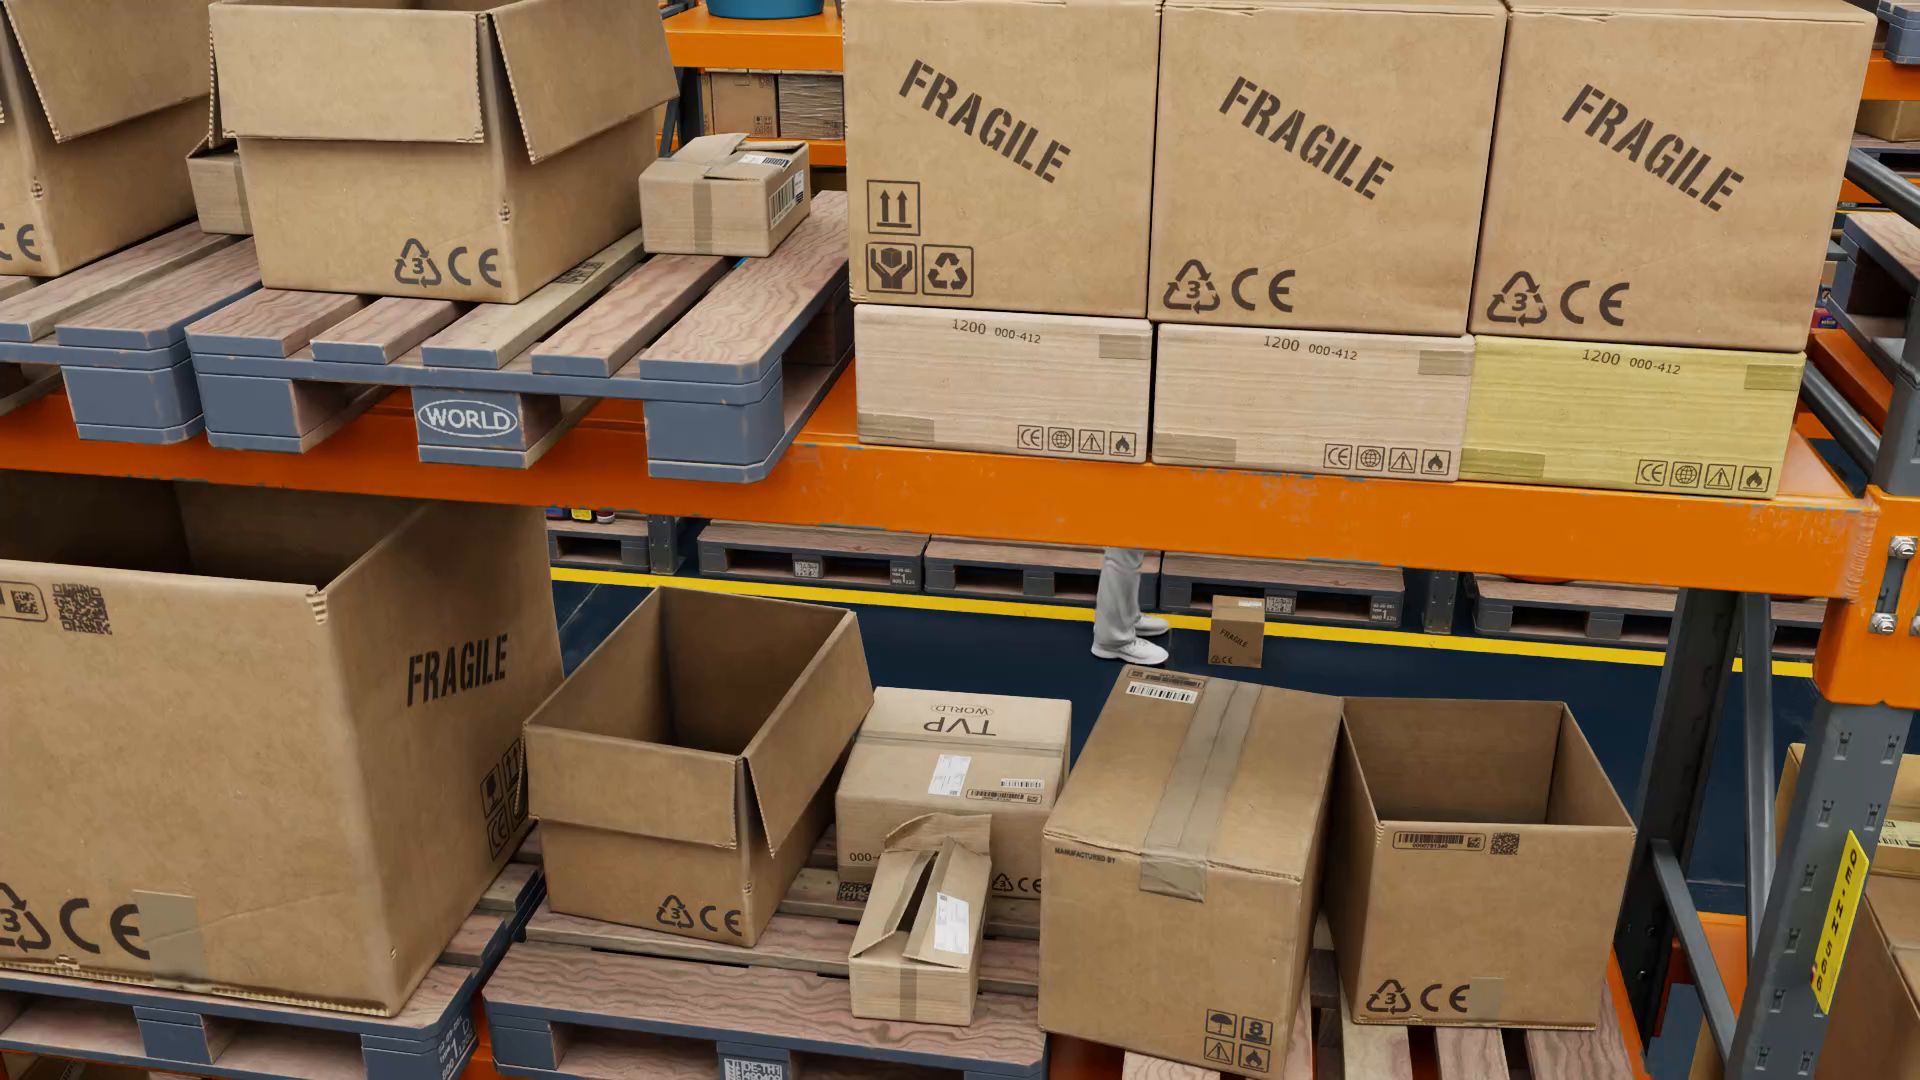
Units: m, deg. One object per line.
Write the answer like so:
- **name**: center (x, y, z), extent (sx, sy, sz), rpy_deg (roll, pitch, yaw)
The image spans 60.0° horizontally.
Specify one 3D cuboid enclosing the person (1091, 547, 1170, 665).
- **person**: center (0.836, -0.303, 7.757), extent (0.388, 1.780, 0.573), rpy_deg (5, 25, 10)
